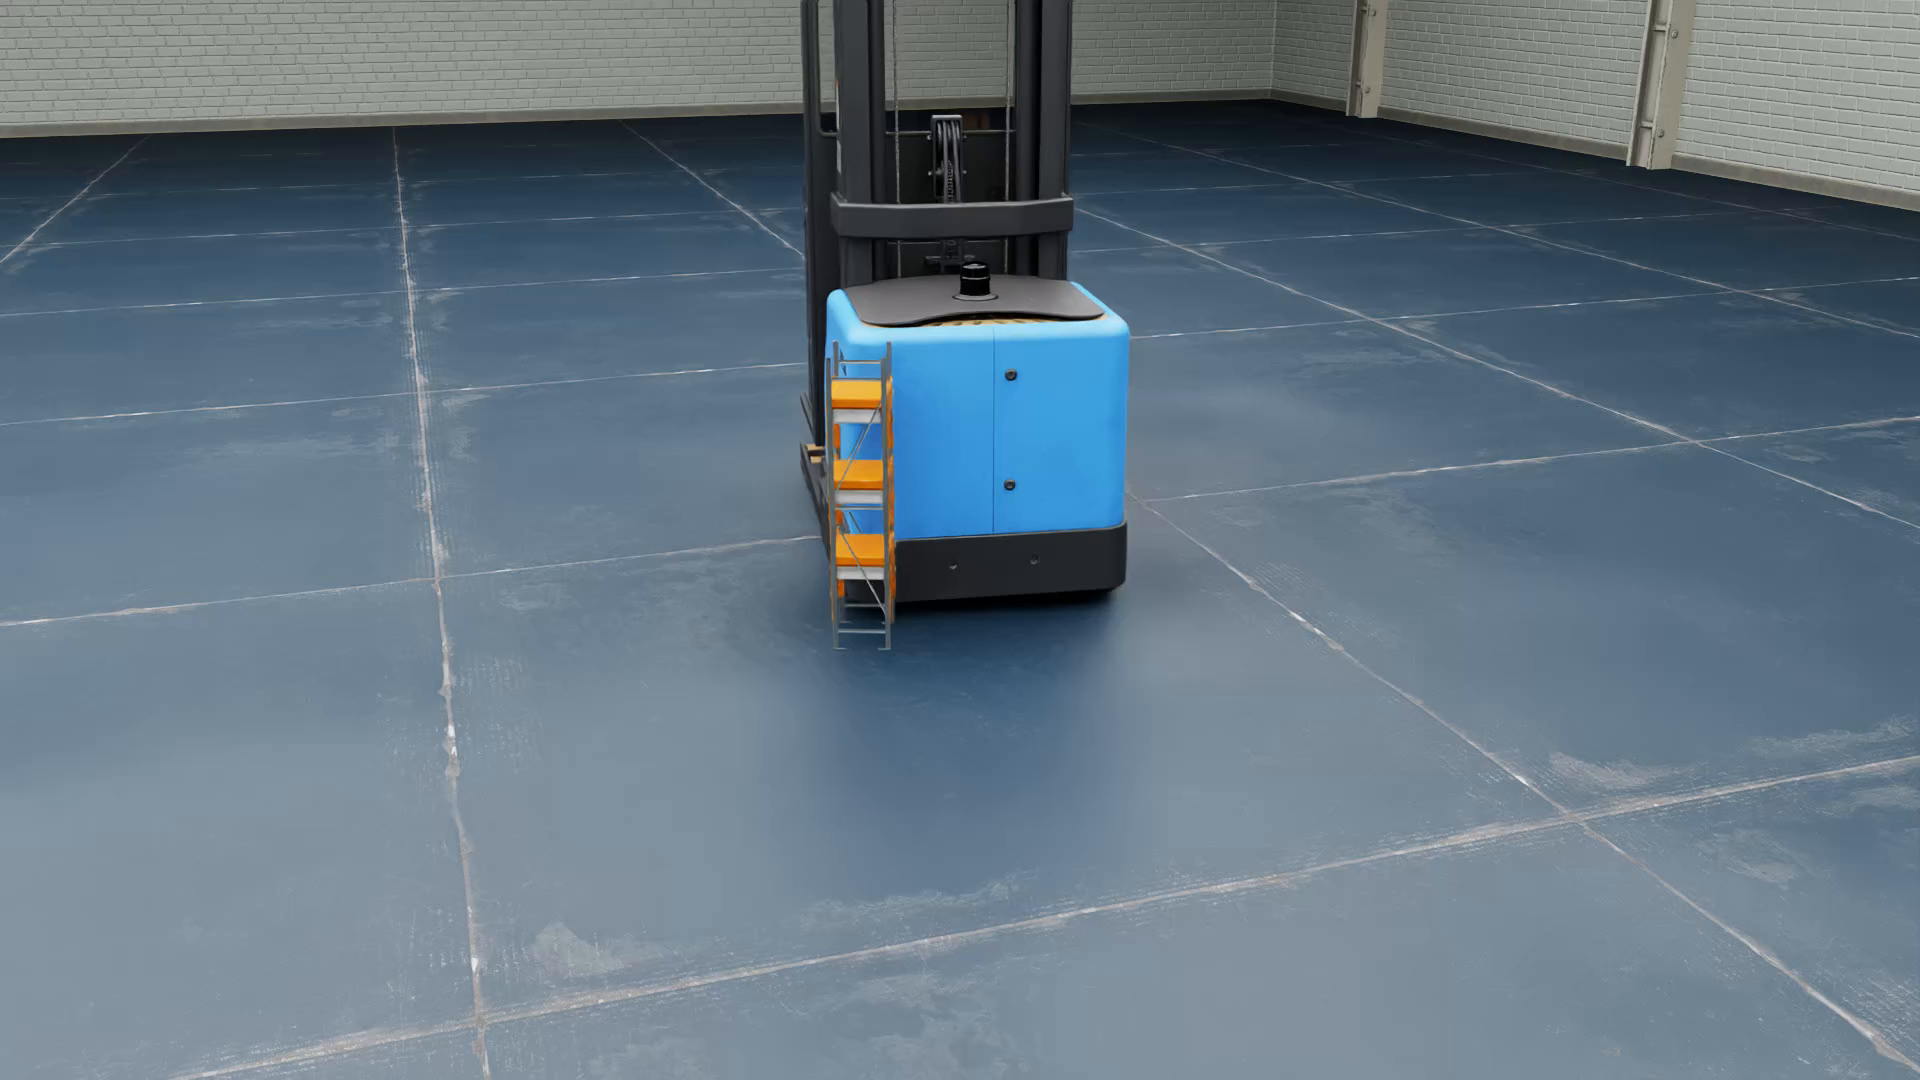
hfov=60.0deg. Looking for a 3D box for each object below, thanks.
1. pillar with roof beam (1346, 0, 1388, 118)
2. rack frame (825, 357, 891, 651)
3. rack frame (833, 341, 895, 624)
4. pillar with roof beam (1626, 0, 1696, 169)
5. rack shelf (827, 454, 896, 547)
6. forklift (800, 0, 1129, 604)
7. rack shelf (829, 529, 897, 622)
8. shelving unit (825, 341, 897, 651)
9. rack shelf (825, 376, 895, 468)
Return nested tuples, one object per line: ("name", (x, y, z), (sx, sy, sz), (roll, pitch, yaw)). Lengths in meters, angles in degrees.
("pillar with roof beam", (1.670, -9.843, 21.009), (9.100, 9.000, 0.400), (-6, 21, -17))
("rack frame", (-0.344, -0.107, 5.660), (0.200, 1.050, 0.008), (1, 20, 2))
("rack frame", (-0.336, -0.189, 5.890), (0.200, 1.050, 0.008), (1, 20, 2))
("pillar with roof beam", (3.556, -7.918, 15.649), (9.100, 9.000, 0.400), (-6, 21, -17))
("rack shelf", (-0.340, -0.138, 5.779), (0.215, 0.259, 0.240), (1, 20, 2))
("forklift", (-0.135, -1.608, 7.057), (1.130, 2.935, 3.031), (-3, 20, -9))
("rack shelf", (-0.340, 0.124, 5.873), (0.215, 0.259, 0.240), (1, 20, 2))
("shelving unit", (-0.340, -0.148, 5.775), (0.215, 1.050, 0.252), (1, 20, 2))
("rack shelf", (-0.340, -0.405, 5.683), (0.215, 0.259, 0.240), (1, 20, 2))
